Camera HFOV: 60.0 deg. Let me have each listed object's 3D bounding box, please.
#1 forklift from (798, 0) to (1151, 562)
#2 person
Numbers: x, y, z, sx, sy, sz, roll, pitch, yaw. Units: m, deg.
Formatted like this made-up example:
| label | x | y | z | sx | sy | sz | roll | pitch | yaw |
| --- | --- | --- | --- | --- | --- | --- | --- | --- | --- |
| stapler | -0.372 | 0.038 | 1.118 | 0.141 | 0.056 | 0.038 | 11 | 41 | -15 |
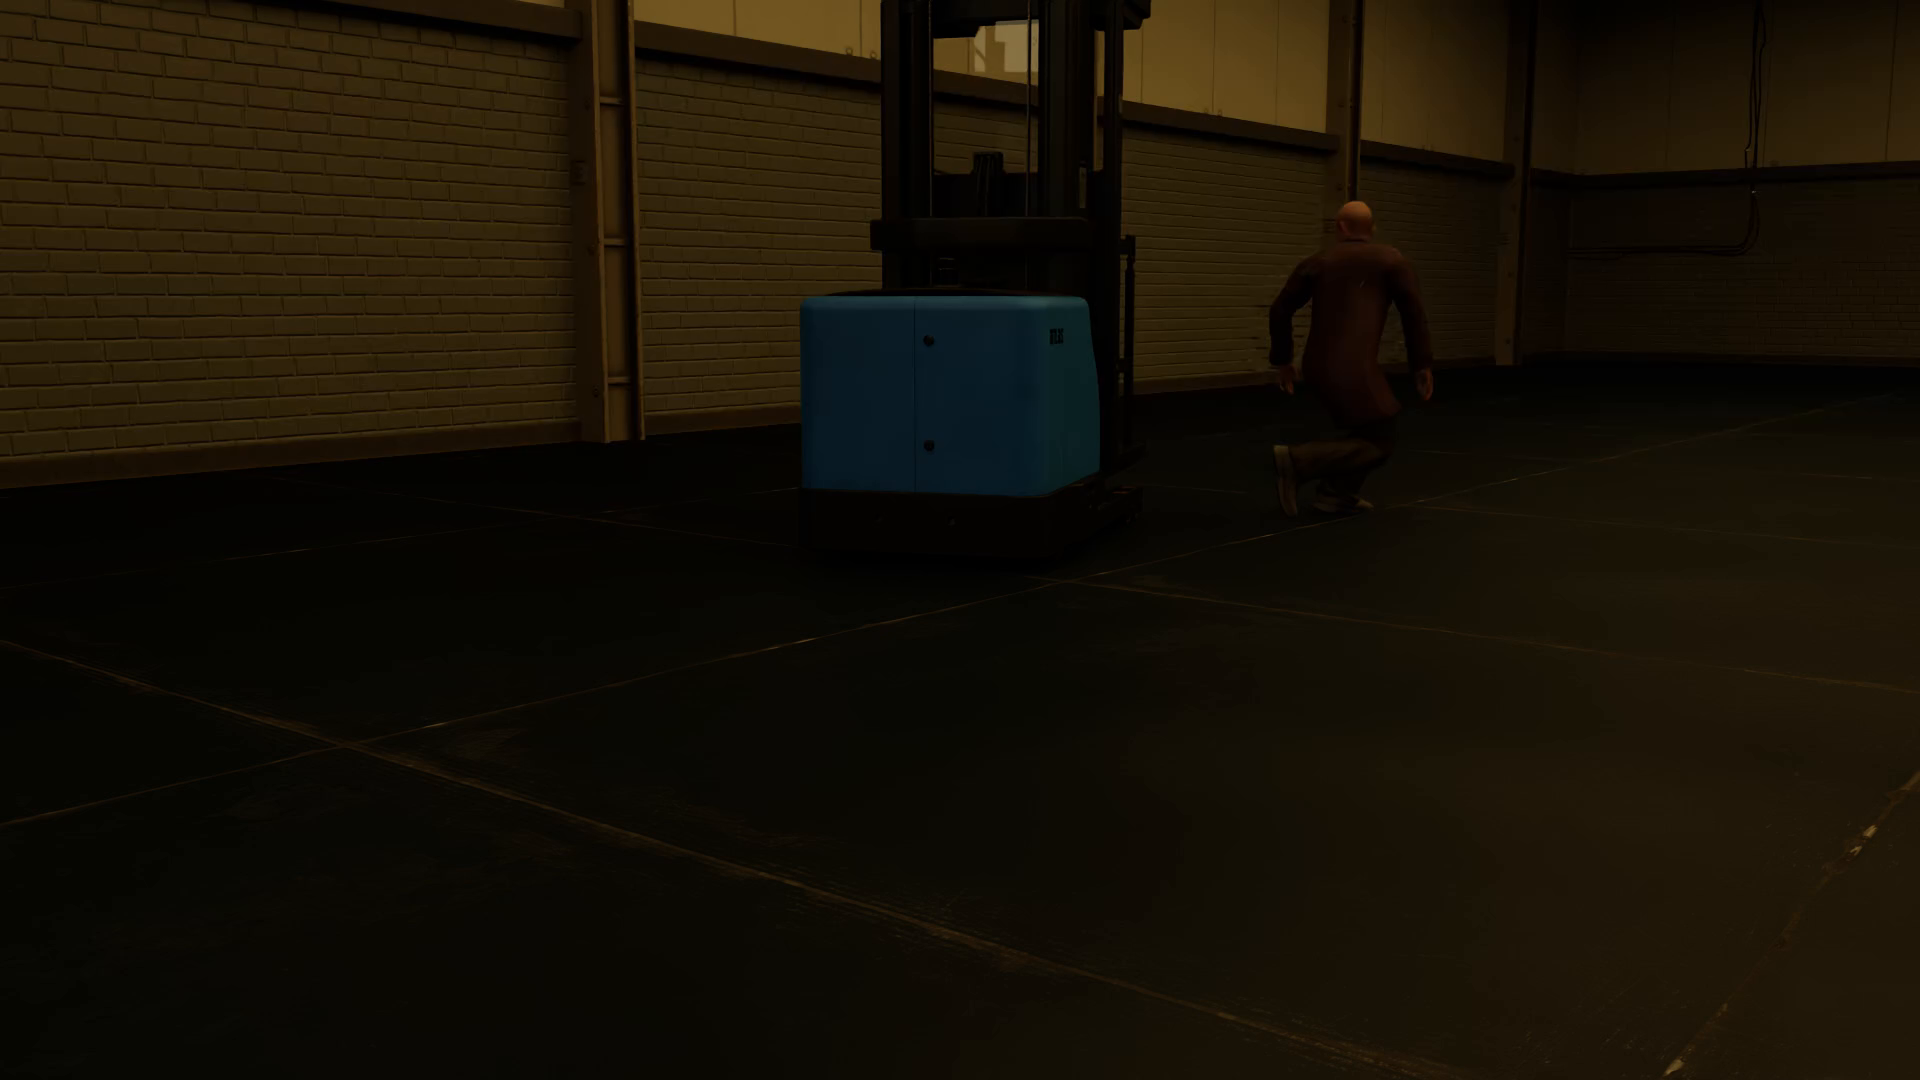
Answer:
| label | x | y | z | sx | sy | sz | roll | pitch | yaw |
| --- | --- | --- | --- | --- | --- | --- | --- | --- | --- |
| forklift | 0.262 | -1.535 | 7.775 | 1.130 | 2.935 | 3.031 | 3 | 9 | 17 |
| person | 1.831 | -0.885 | 8.211 | 0.750 | 1.560 | 0.744 | -4 | 9 | -26 |
